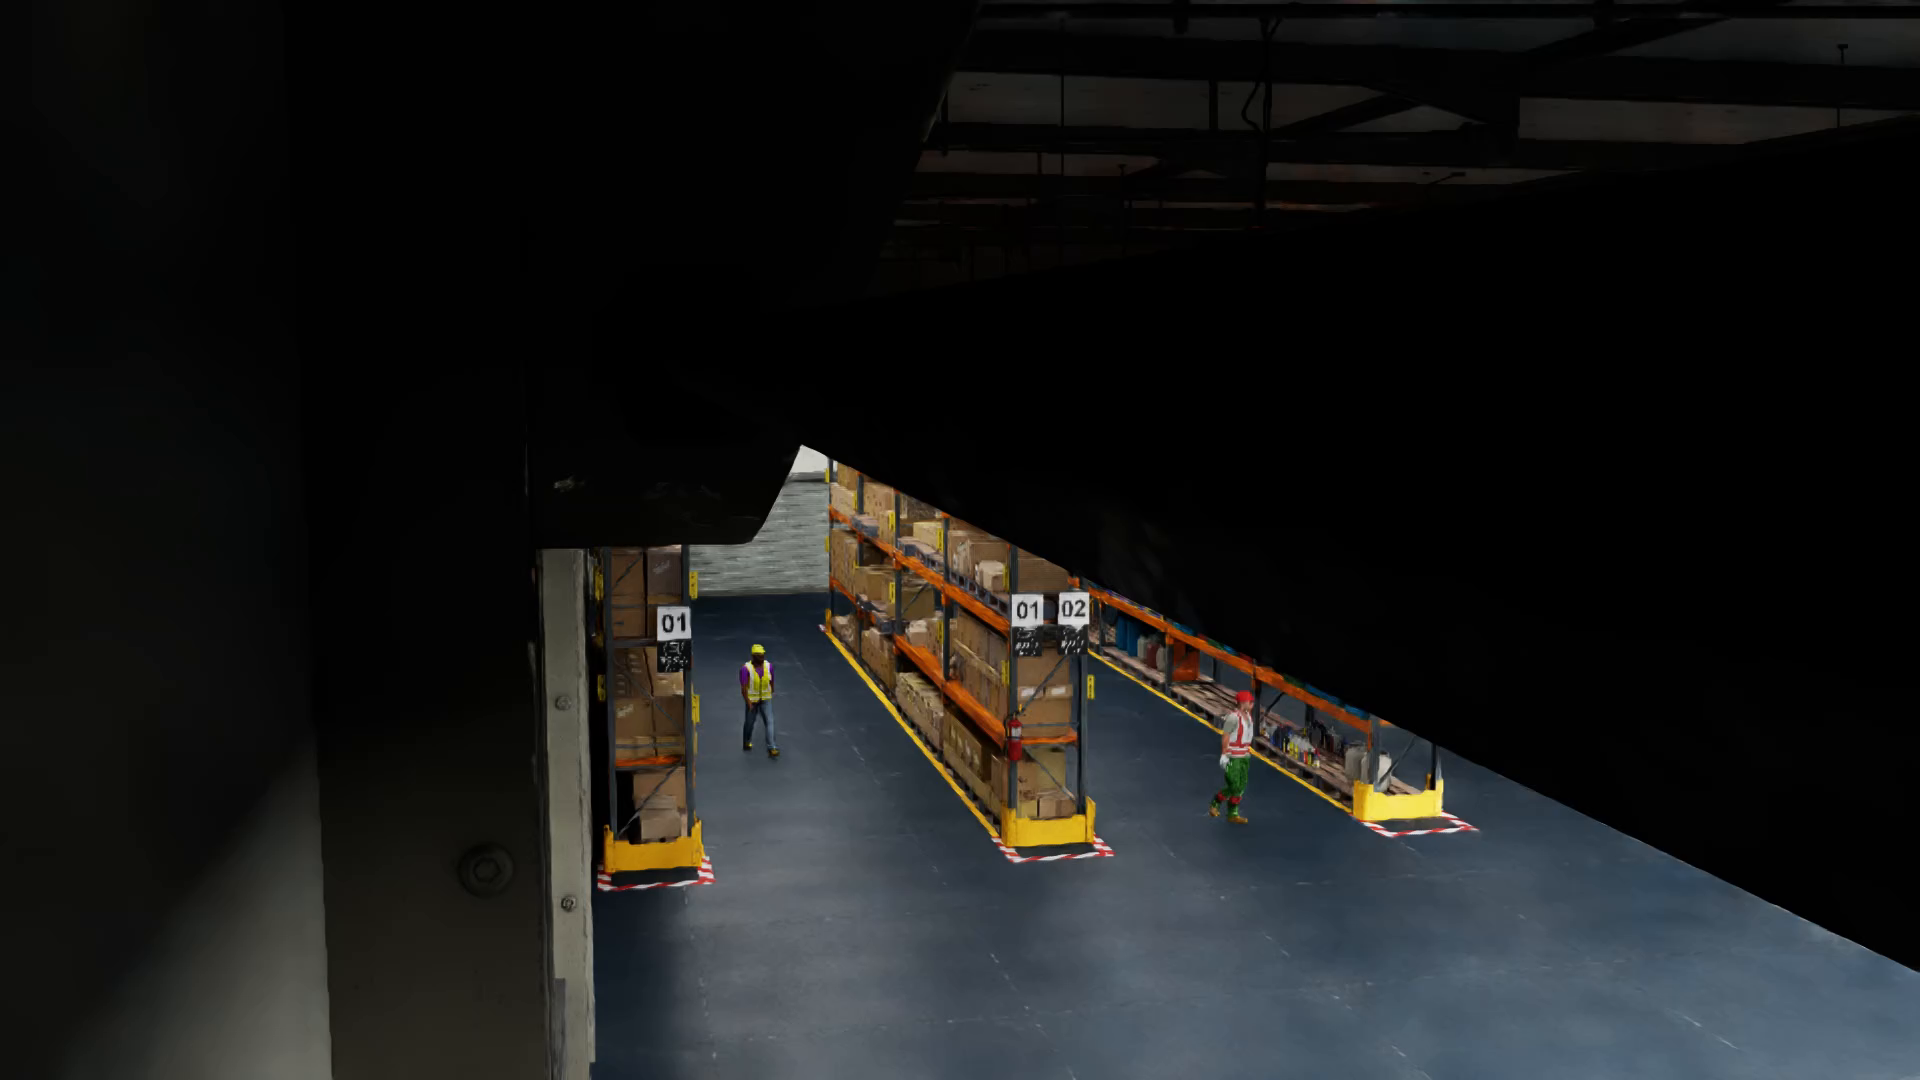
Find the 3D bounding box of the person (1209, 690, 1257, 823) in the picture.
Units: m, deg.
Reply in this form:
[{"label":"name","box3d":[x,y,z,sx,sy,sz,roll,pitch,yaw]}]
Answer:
[{"label":"person","box3d":[3.606,2.848,21.984,0.572,1.780,0.591,6,9,42]}]

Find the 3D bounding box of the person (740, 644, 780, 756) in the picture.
[{"label":"person","box3d":[-3.111,2.443,25.585,0.569,1.707,1.034,-3,7,-21]}]
